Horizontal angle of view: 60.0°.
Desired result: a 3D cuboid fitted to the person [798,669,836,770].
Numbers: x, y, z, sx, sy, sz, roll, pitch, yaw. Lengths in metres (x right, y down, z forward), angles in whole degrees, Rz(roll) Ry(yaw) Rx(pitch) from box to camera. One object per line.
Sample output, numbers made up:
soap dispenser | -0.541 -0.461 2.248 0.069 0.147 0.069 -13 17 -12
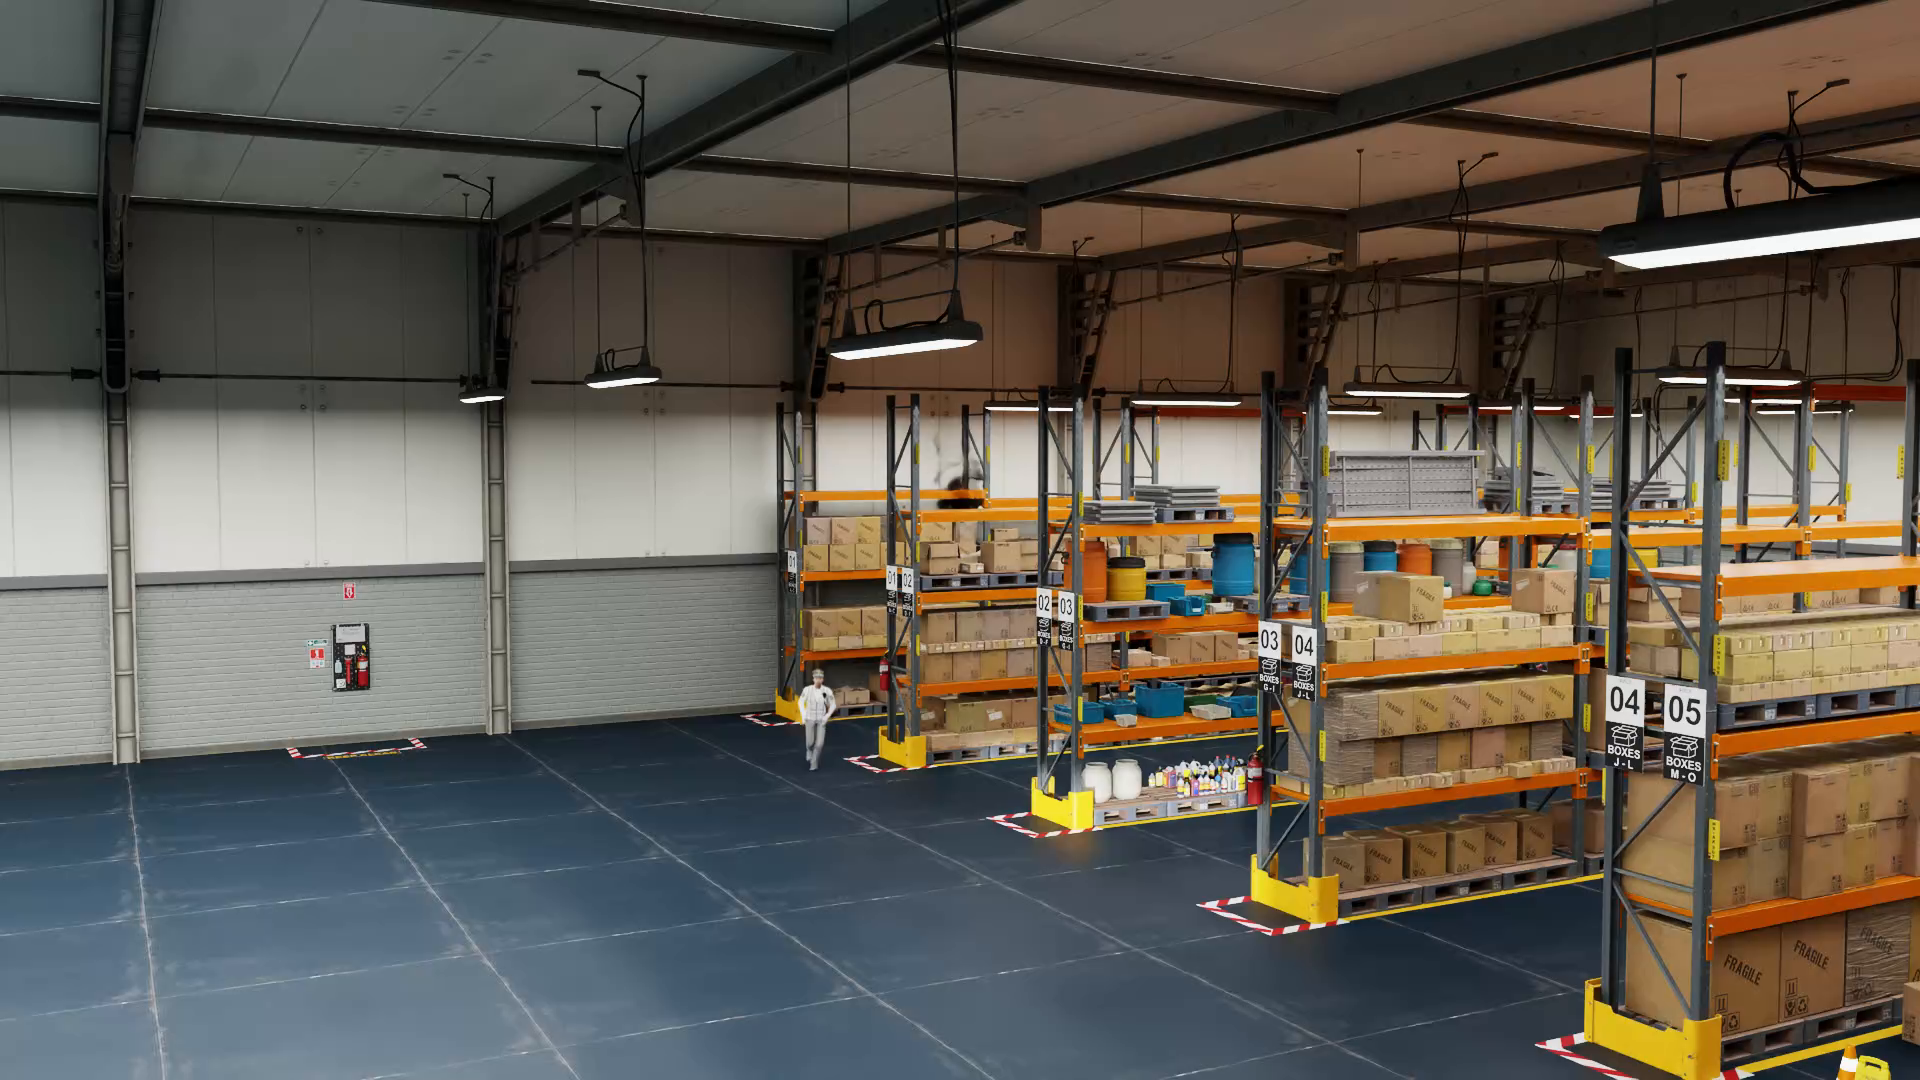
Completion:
person | -2.274 2.854 26.518 0.591 1.625 0.519 -1 3 -9

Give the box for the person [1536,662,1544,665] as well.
person | 10.988 2.548 30.972 0.697 1.752 0.655 -2 4 -36
